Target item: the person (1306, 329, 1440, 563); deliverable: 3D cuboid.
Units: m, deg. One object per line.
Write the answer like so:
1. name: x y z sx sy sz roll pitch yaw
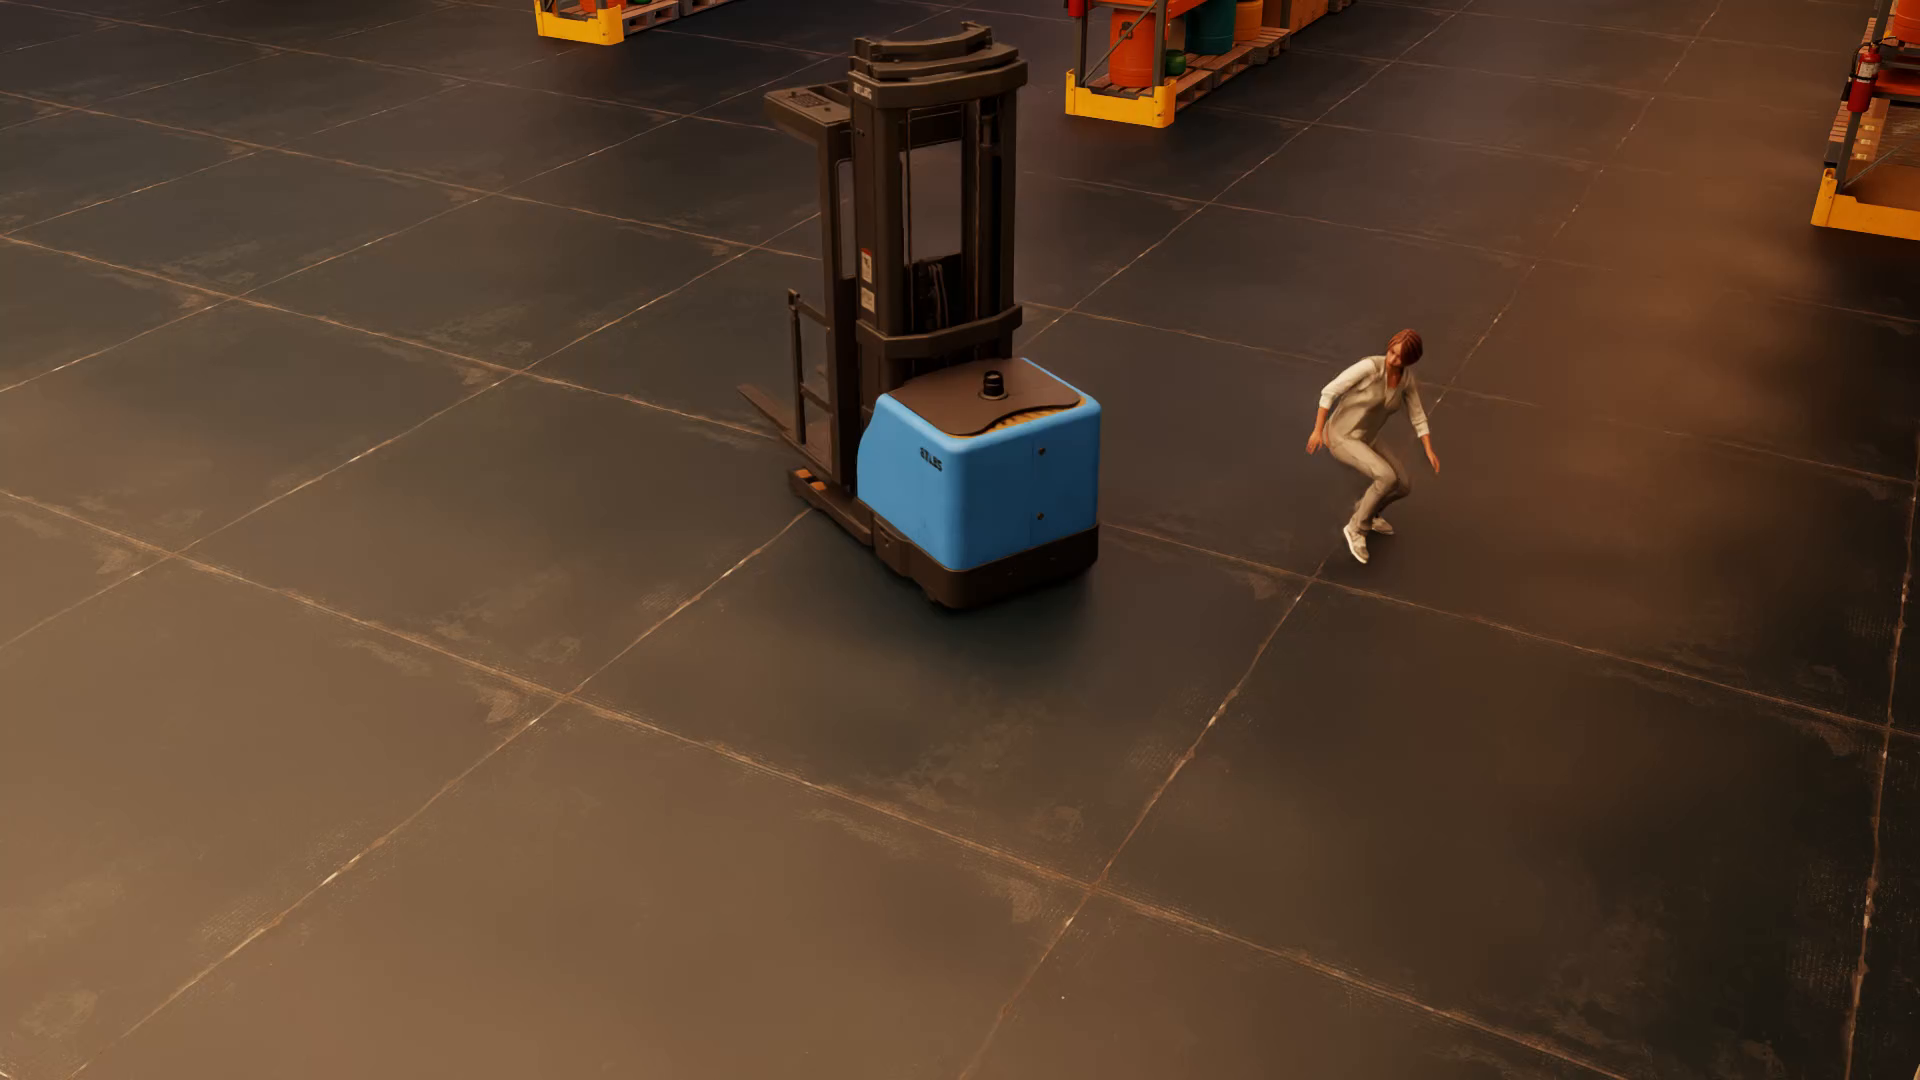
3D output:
1. person: 2.406 -0.552 9.624 0.661 1.383 0.620 -20 36 -31

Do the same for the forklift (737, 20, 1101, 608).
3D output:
1. forklift: -0.424 -1.584 9.816 1.130 2.935 3.031 -18 35 -28
